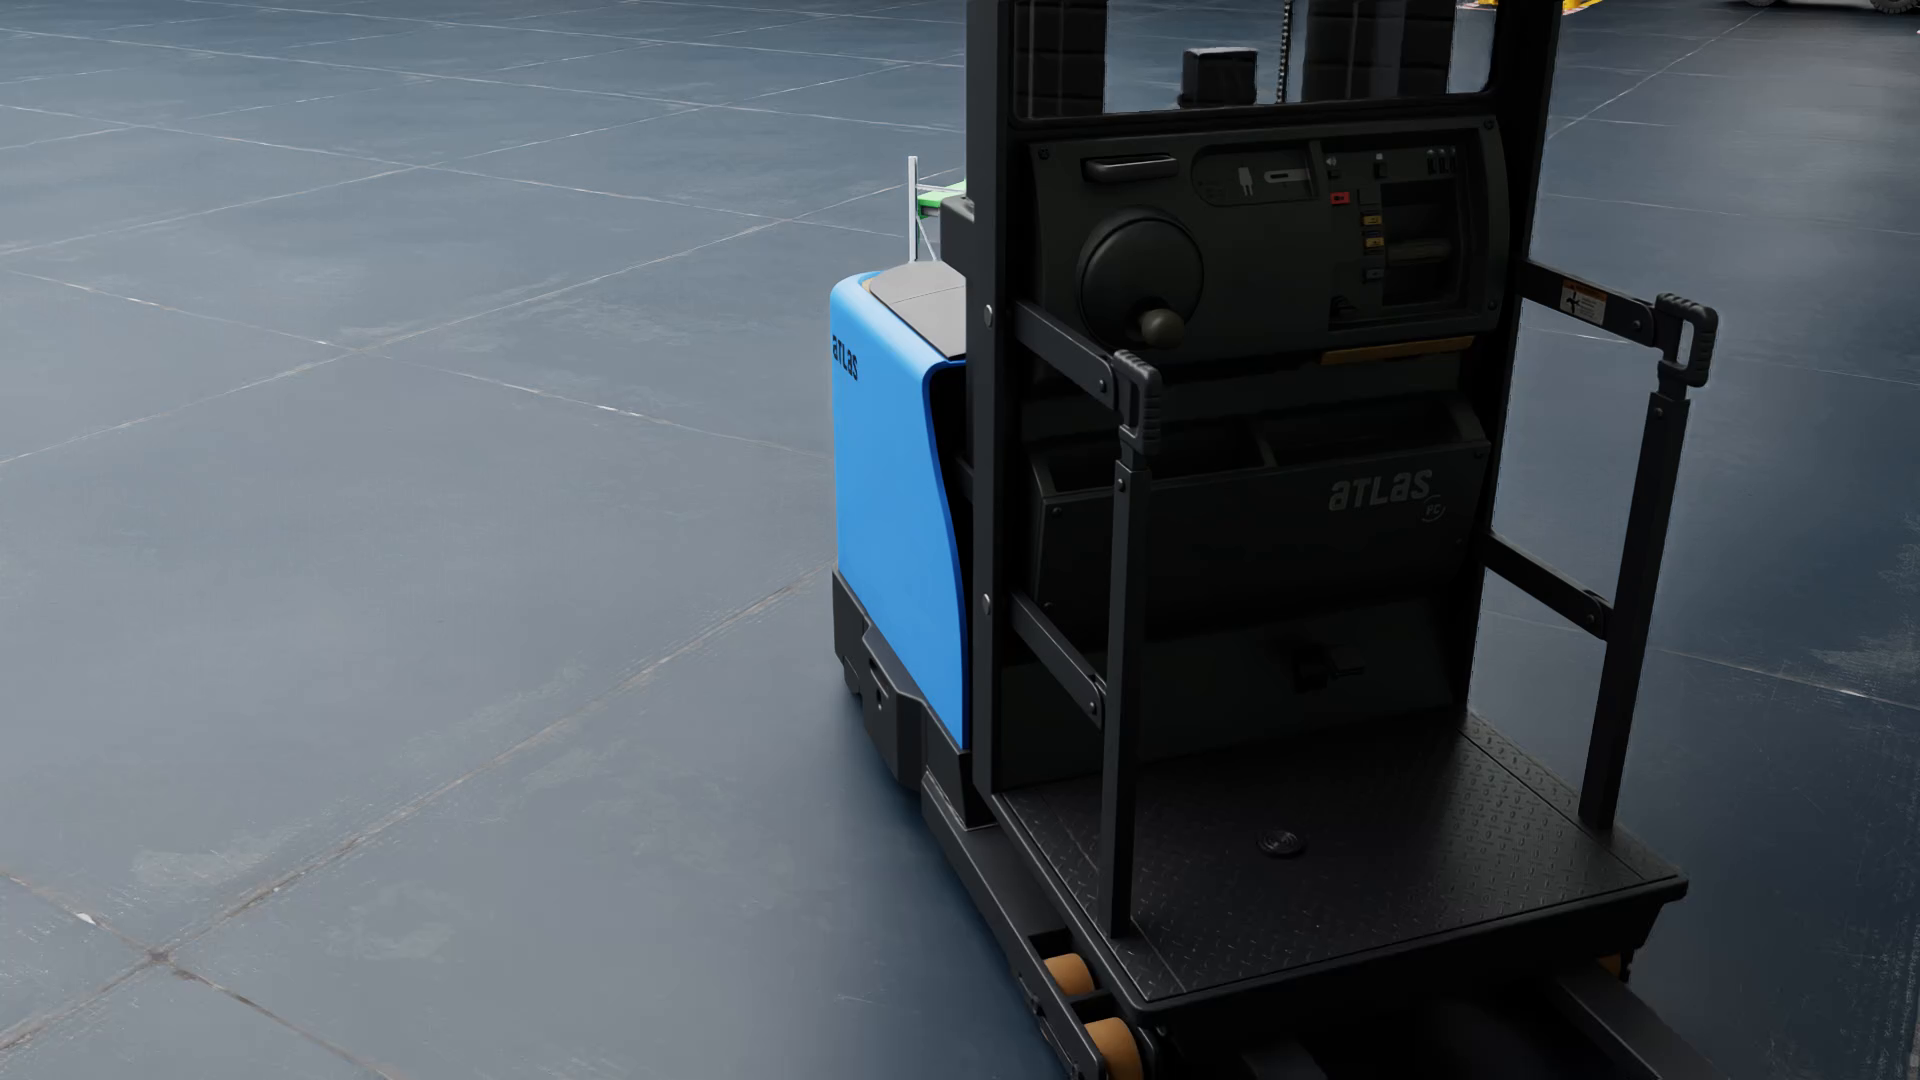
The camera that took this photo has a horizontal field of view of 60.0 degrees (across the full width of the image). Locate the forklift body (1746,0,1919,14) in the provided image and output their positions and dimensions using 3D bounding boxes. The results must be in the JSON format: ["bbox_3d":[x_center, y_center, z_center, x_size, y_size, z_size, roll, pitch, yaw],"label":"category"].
[{"bbox_3d":[10.615,-7.522,19.917,2.313,2.155,1.214,14,27,29],"label":"forklift body"}]

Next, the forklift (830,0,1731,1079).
[{"bbox_3d":[0.637,-0.520,2.761,1.130,2.935,3.031,-8,25,-18],"label":"forklift"}]

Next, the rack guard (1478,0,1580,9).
[{"bbox_3d":[6.985,-6.806,20.343,1.175,0.500,0.348,14,27,29],"label":"rack guard"}]

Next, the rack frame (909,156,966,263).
[{"bbox_3d":[-0.041,-0.524,4.950,0.240,1.200,0.015,14,27,29],"label":"rack frame"}]

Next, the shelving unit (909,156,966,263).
[{"bbox_3d":[0.087,-0.607,5.141,0.258,1.200,0.503,14,27,29],"label":"shelving unit"}]

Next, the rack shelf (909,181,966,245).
[{"bbox_3d":[0.087,-0.988,4.975,0.258,0.148,0.480,14,27,29],"label":"rack shelf"}]

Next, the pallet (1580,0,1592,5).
[{"bbox_3d":[7.444,-6.940,21.017,1.003,0.211,1.213,14,27,29],"label":"pallet"}]
